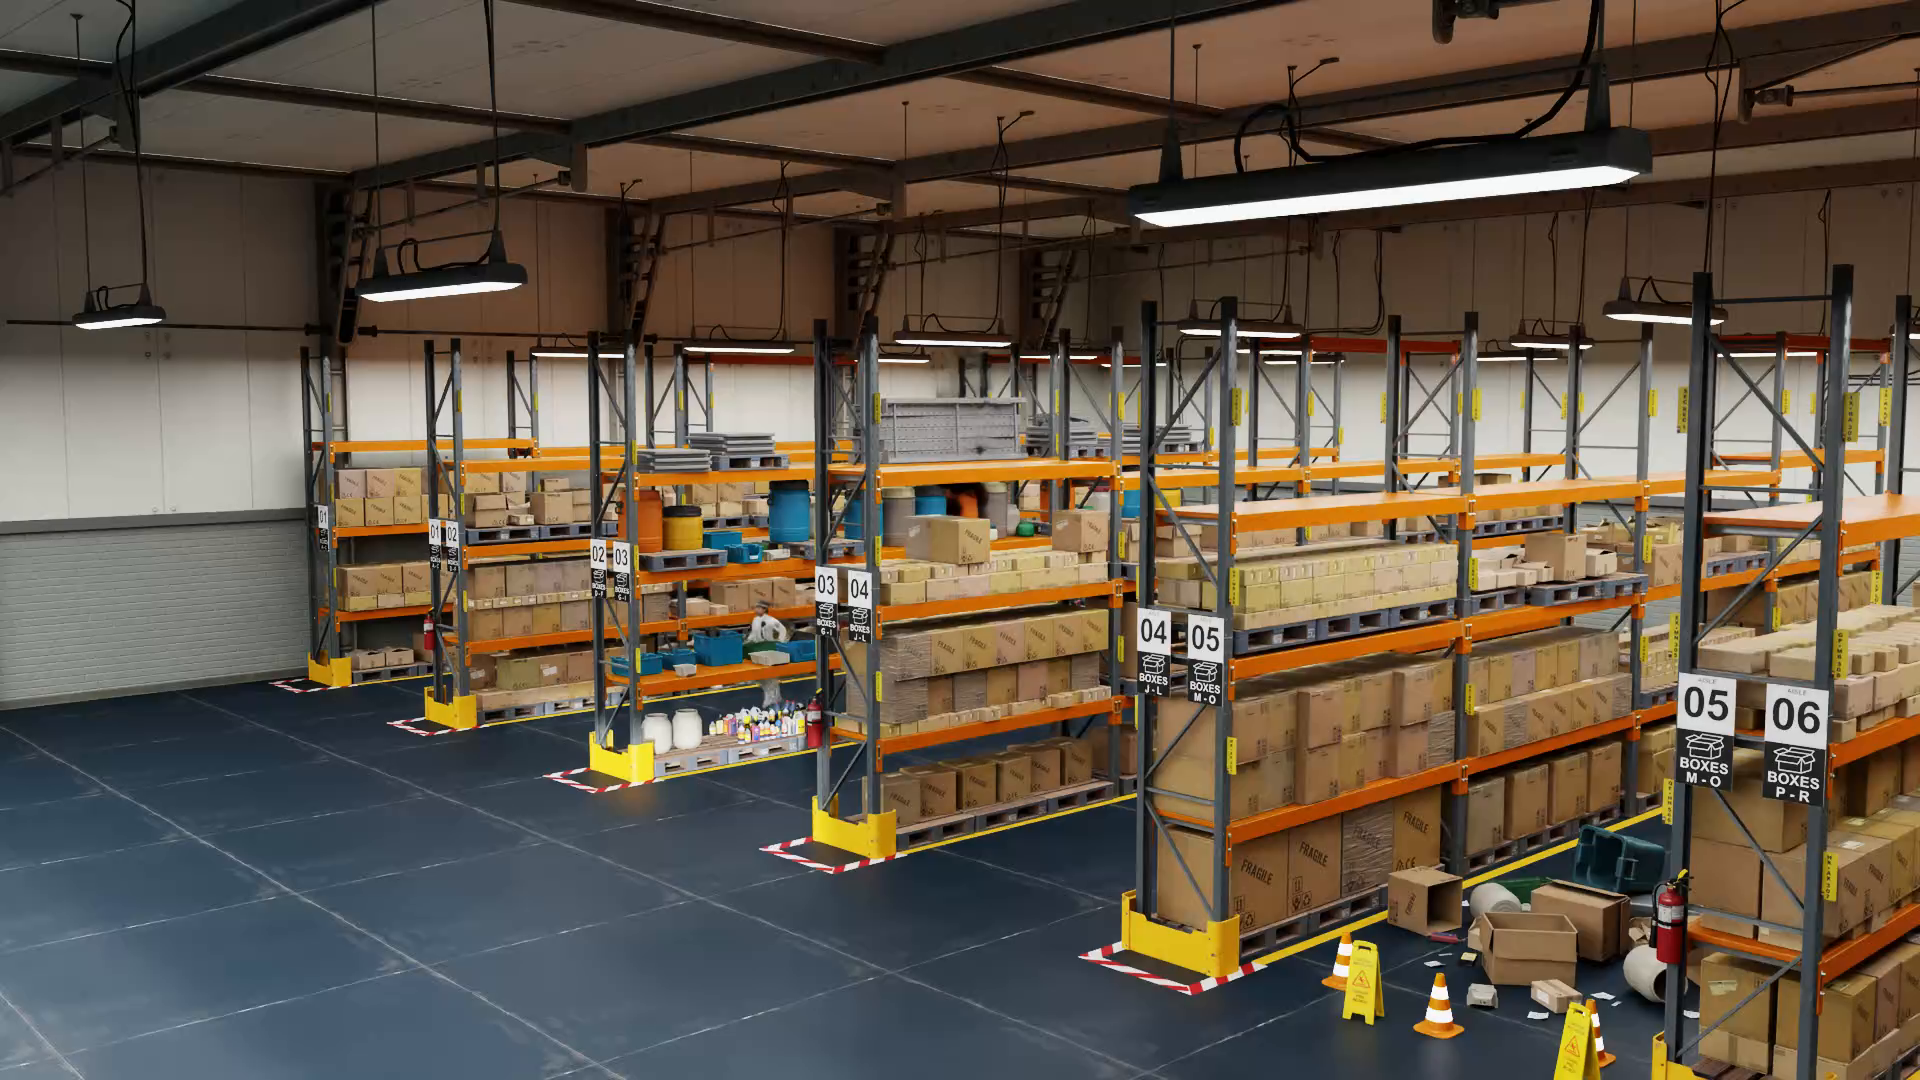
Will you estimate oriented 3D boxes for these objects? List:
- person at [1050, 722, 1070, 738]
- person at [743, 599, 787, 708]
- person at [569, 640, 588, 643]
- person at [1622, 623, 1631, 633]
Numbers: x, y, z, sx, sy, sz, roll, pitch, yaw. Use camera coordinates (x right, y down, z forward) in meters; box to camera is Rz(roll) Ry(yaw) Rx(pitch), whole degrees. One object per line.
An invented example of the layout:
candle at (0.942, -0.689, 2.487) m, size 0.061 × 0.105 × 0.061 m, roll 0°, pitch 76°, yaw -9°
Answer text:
person at (1.304, 2.014, 23.176) m, size 0.742 × 1.837 × 0.635 m, roll -5°, pitch 7°, yaw -44°
person at (-3.072, 1.769, 25.955) m, size 0.728 × 1.725 × 0.578 m, roll -4°, pitch 7°, yaw -41°
person at (-6.711, 1.758, 29.501) m, size 0.593 × 1.664 × 0.583 m, roll -5°, pitch 7°, yaw -44°
person at (9.953, 2.116, 24.636) m, size 0.914 × 1.805 × 0.646 m, roll -4°, pitch 7°, yaw -40°
